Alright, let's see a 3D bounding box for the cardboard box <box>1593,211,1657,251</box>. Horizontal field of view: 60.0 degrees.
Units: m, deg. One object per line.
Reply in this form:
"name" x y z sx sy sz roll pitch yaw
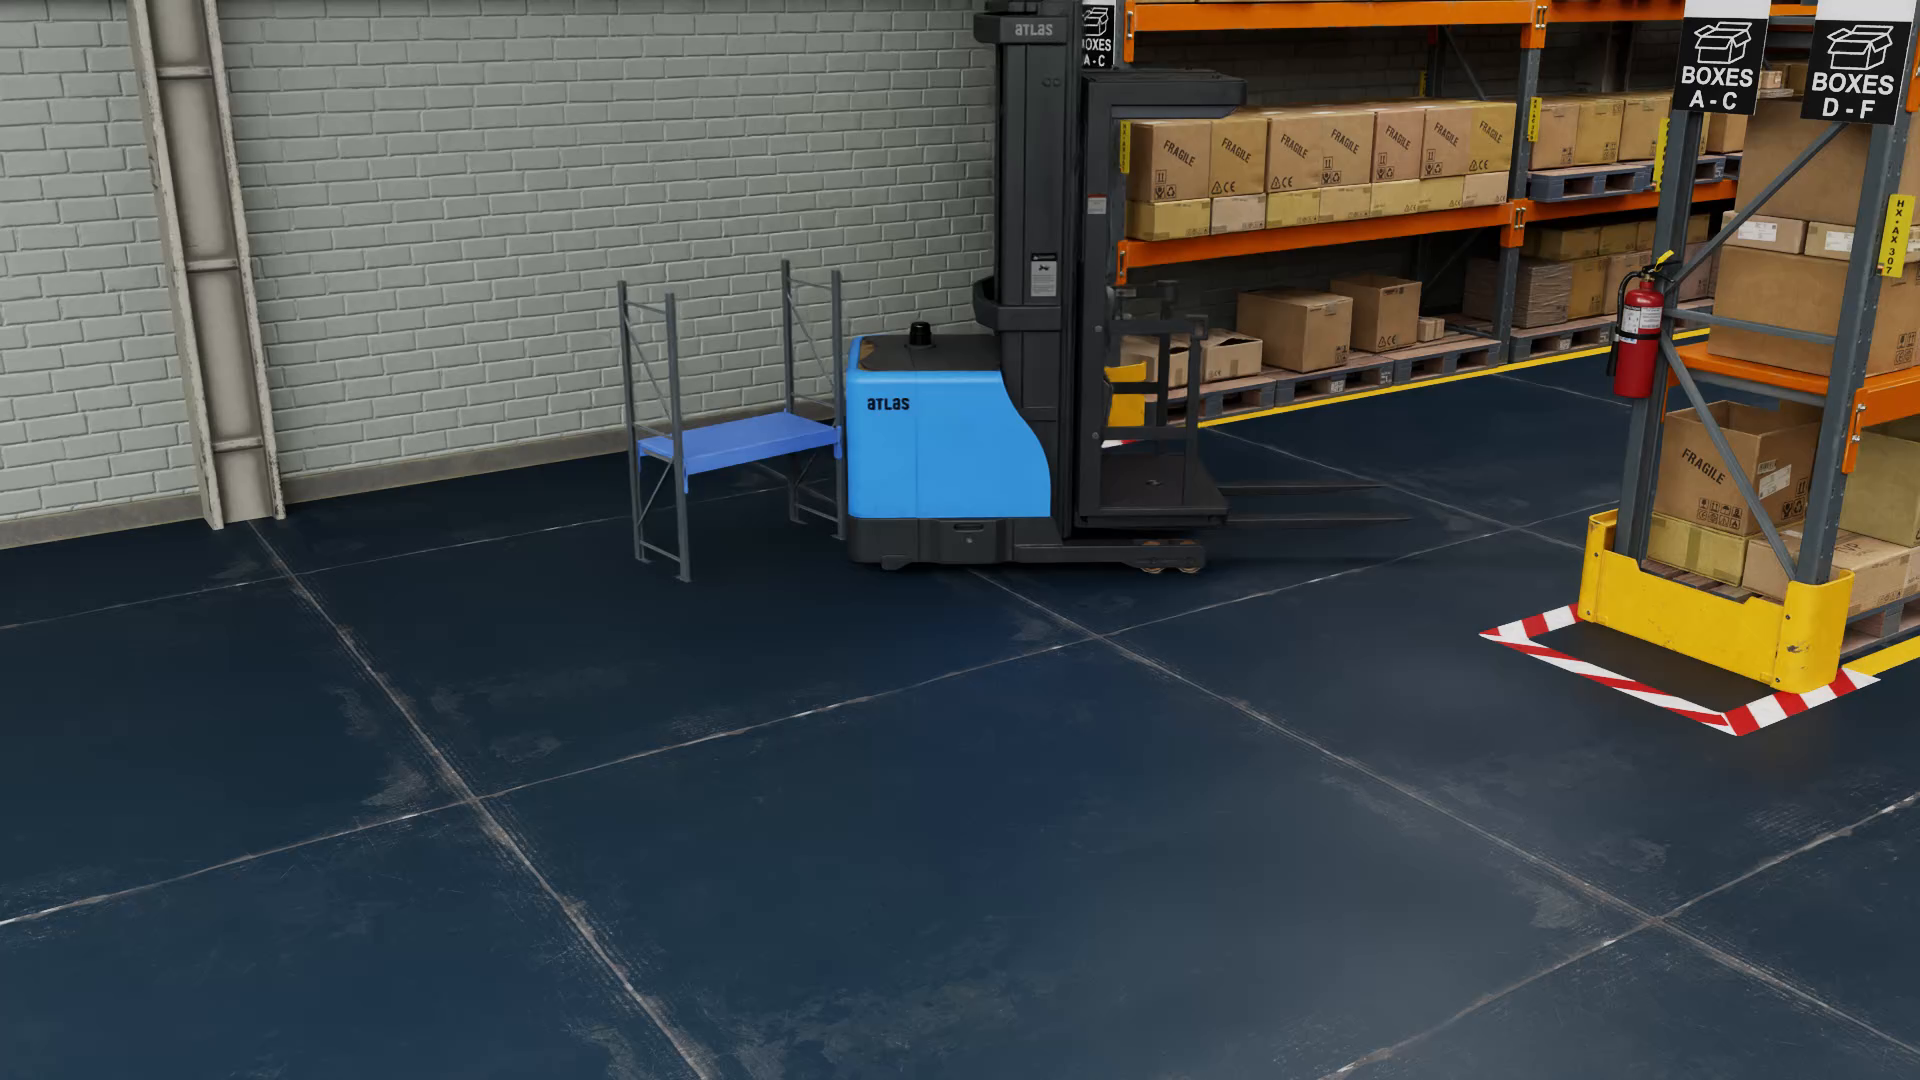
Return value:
"cardboard box" 5.928 -2.729 14.678 0.500 0.250 0.500 -12 22 -32

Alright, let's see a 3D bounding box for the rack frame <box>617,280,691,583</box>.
"rack frame" -1.570 -0.552 8.536 0.032 1.500 0.500 -16 24 -39

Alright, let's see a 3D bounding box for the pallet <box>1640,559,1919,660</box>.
"pallet" 4.100 0.243 8.196 1.213 0.211 1.003 -12 22 -31

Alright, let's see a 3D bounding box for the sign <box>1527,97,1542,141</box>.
"sign" 4.402 -3.227 12.756 0.005 0.325 0.100 -12 22 -31

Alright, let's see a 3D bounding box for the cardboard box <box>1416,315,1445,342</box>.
"cardboard box" 3.667 -1.725 13.401 0.250 0.166 0.380 -16 24 -38

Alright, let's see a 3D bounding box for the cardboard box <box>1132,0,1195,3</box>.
"cardboard box" 1.174 -3.726 10.712 0.500 0.500 0.500 -11 22 -30

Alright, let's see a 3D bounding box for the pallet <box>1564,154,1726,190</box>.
"pallet" 5.807 -3.215 14.371 1.213 0.211 1.003 -12 22 -31

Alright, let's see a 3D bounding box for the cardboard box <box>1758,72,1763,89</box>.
"cardboard box" 6.906 -4.099 14.831 0.250 0.149 0.380 -17 25 -40

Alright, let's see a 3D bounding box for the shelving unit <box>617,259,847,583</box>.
"shelving unit" -1.187 -0.659 8.852 1.048 1.500 0.538 -16 24 -39

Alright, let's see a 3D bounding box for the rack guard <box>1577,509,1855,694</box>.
"rack guard" 3.464 0.256 7.706 0.348 0.500 1.175 -12 22 -31

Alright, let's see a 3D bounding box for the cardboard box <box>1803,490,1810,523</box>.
"cardboard box" 4.181 -0.093 8.475 0.500 0.250 0.500 -12 22 -31

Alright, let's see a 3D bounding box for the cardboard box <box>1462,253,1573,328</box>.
"cardboard box" 4.703 -2.119 14.046 0.500 0.500 0.700 -11 22 -30

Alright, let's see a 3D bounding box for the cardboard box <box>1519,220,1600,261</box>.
"cardboard box" 5.069 -2.553 14.158 0.500 0.250 0.500 -12 22 -33

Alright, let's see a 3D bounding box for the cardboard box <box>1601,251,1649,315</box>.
"cardboard box" 5.555 -2.303 14.589 0.500 0.500 0.700 -12 22 -31

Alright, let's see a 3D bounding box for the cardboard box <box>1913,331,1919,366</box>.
"cardboard box" 4.317 -1.152 7.813 0.500 0.500 0.700 -11 22 -30

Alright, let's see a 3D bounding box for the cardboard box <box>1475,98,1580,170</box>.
"cardboard box" 4.541 -3.297 13.471 0.500 0.500 0.700 -12 22 -31

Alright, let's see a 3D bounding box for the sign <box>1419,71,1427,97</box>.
"sign" 3.789 -3.657 13.572 0.005 0.325 0.100 -12 22 -31

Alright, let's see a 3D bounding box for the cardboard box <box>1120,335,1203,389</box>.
"cardboard box" 1.384 -1.289 11.885 0.500 0.311 0.500 -15 24 -37

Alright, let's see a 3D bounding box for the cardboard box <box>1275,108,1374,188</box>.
"cardboard box" 2.599 -2.822 11.940 0.500 0.500 0.500 -11 22 -30

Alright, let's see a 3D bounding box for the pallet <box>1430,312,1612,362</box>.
"pallet" 4.747 -1.778 14.173 1.213 0.211 1.003 -12 22 -31

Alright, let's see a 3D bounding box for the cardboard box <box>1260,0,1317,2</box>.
"cardboard box" 2.073 -3.904 11.238 0.500 0.500 0.500 -11 21 -29

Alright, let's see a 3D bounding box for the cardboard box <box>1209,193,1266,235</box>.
"cardboard box" 1.765 -2.291 11.541 0.500 0.250 0.500 -13 22 -33

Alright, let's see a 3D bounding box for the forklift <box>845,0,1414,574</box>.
"forklift" 0.906 -1.382 8.757 3.031 2.935 1.130 -1 19 -2

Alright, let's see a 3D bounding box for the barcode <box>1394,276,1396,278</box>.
"barcode" 3.514 -2.106 13.507 0.075 0.075 0.001 -12 22 -31

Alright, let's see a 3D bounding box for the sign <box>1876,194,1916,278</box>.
"sign" 3.785 -1.230 6.725 0.005 0.325 0.100 -12 22 -31

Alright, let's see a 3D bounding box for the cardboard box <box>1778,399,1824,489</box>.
"cardboard box" 4.596 -0.538 8.619 0.500 0.500 0.500 -12 22 -31

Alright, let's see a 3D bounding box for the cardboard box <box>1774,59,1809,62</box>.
"cardboard box" 8.109 -4.458 15.925 0.500 0.250 0.500 -13 22 -33

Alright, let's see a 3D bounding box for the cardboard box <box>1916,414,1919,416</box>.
"cardboard box" 4.882 -0.399 8.207 0.500 0.500 0.500 -12 22 -31

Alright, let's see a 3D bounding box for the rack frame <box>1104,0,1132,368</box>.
"rack frame" 0.757 -2.256 11.236 0.127 3.000 1.000 -12 22 -31

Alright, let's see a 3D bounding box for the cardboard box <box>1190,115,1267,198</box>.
"cardboard box" 1.739 -2.638 11.397 0.500 0.500 0.500 -12 22 -31

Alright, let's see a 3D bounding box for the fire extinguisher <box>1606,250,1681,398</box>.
"fire extinguisher" 3.130 -0.999 7.637 0.183 0.674 0.296 -12 22 -31

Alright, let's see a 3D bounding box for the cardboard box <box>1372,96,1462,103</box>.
"cardboard box" 3.590 -3.228 13.141 0.500 0.500 0.500 -13 22 -33

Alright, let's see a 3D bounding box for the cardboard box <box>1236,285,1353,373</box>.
"cardboard box" 2.500 -1.595 12.495 0.500 0.500 0.700 -14 23 -35

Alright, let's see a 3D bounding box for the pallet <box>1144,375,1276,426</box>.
"pallet" 1.518 -1.083 12.117 1.213 0.211 1.003 -12 22 -31

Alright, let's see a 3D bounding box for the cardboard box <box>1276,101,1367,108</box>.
"cardboard box" 2.737 -3.051 12.619 0.500 0.500 0.500 -11 22 -30

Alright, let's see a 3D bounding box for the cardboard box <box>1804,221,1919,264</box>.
"cardboard box" 3.930 -1.298 7.233 0.250 0.149 0.380 -12 22 -32

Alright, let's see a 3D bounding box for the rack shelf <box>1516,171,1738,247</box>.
"rack shelf" 5.768 -2.973 14.477 4.000 0.370 1.077 -12 22 -31

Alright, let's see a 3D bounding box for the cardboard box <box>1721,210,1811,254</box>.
"cardboard box" 3.699 -1.405 7.548 0.250 0.149 0.380 -12 22 -32

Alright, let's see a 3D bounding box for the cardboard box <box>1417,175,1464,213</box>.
"cardboard box" 3.448 -2.649 12.601 0.500 0.250 0.500 -12 22 -31

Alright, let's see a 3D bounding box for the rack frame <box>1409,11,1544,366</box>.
"rack frame" 4.097 -2.961 13.320 0.127 3.000 1.000 -12 22 -31

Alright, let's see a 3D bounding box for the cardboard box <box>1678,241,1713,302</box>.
"cardboard box" 6.371 -2.489 15.141 0.500 0.500 0.700 -12 22 -31

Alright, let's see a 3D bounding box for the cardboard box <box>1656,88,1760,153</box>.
"cardboard box" 6.599 -3.730 14.752 0.500 0.500 0.700 -14 23 -36

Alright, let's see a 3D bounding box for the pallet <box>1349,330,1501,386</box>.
"pallet" 3.556 -1.512 13.388 1.213 0.211 1.003 -12 22 -31

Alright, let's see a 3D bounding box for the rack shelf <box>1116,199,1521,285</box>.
"rack shelf" 2.427 -2.268 12.393 4.000 0.370 1.077 -12 22 -31

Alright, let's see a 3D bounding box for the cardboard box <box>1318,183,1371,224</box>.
"cardboard box" 2.617 -2.468 12.064 0.500 0.250 0.500 -12 22 -31

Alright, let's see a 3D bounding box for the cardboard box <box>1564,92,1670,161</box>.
"cardboard box" 5.545 -3.518 14.125 0.500 0.500 0.700 -9 21 -24

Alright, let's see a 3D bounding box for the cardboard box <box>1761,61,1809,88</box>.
"cardboard box" 7.674 -4.368 15.658 0.500 0.250 0.500 -11 22 -30

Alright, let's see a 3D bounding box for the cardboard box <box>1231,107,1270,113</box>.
"cardboard box" 1.889 -2.868 12.077 0.500 0.500 0.500 -13 22 -33

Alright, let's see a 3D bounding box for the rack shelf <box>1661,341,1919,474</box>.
"rack shelf" 5.155 -0.944 8.476 4.000 0.370 1.077 -12 22 -31

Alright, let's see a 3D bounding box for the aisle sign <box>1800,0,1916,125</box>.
"aisle sign" 3.598 -2.070 6.625 0.004 0.787 0.394 -12 22 -31

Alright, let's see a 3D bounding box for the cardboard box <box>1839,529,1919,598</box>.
"cardboard box" 4.470 0.048 8.058 0.500 0.250 0.500 -12 22 -31

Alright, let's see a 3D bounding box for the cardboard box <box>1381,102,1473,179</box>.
"cardboard box" 3.459 -2.999 12.465 0.500 0.500 0.500 -12 22 -32
